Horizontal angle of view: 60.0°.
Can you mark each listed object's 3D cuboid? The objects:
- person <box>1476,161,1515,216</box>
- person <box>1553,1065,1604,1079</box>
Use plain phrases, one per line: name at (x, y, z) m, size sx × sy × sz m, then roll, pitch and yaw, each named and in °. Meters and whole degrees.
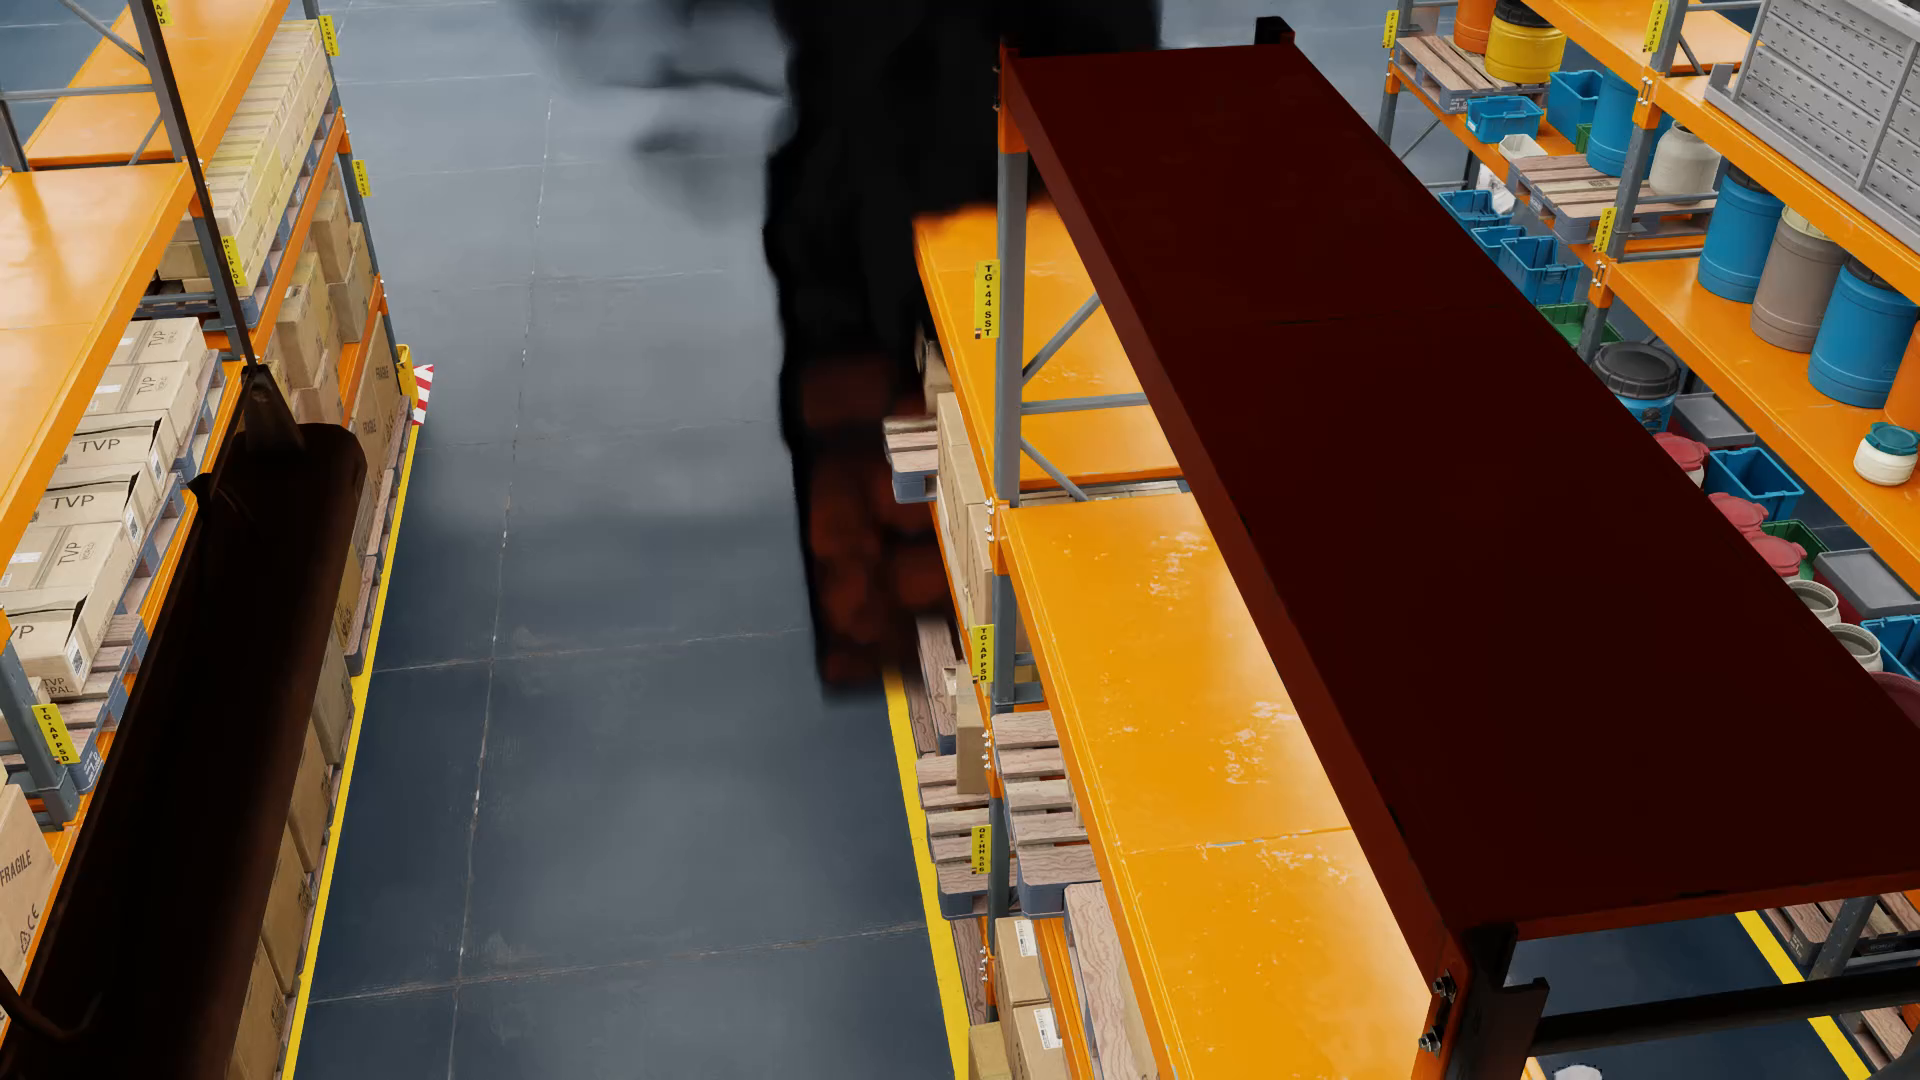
person at (5.246, -3.261, 16.447) m, size 0.631 × 1.652 × 0.903 m, roll -27°, pitch 44°, yaw -32°
person at (2.612, 3.041, 7.491) m, size 0.683 × 1.835 × 0.784 m, roll -5°, pitch 37°, yaw -6°
